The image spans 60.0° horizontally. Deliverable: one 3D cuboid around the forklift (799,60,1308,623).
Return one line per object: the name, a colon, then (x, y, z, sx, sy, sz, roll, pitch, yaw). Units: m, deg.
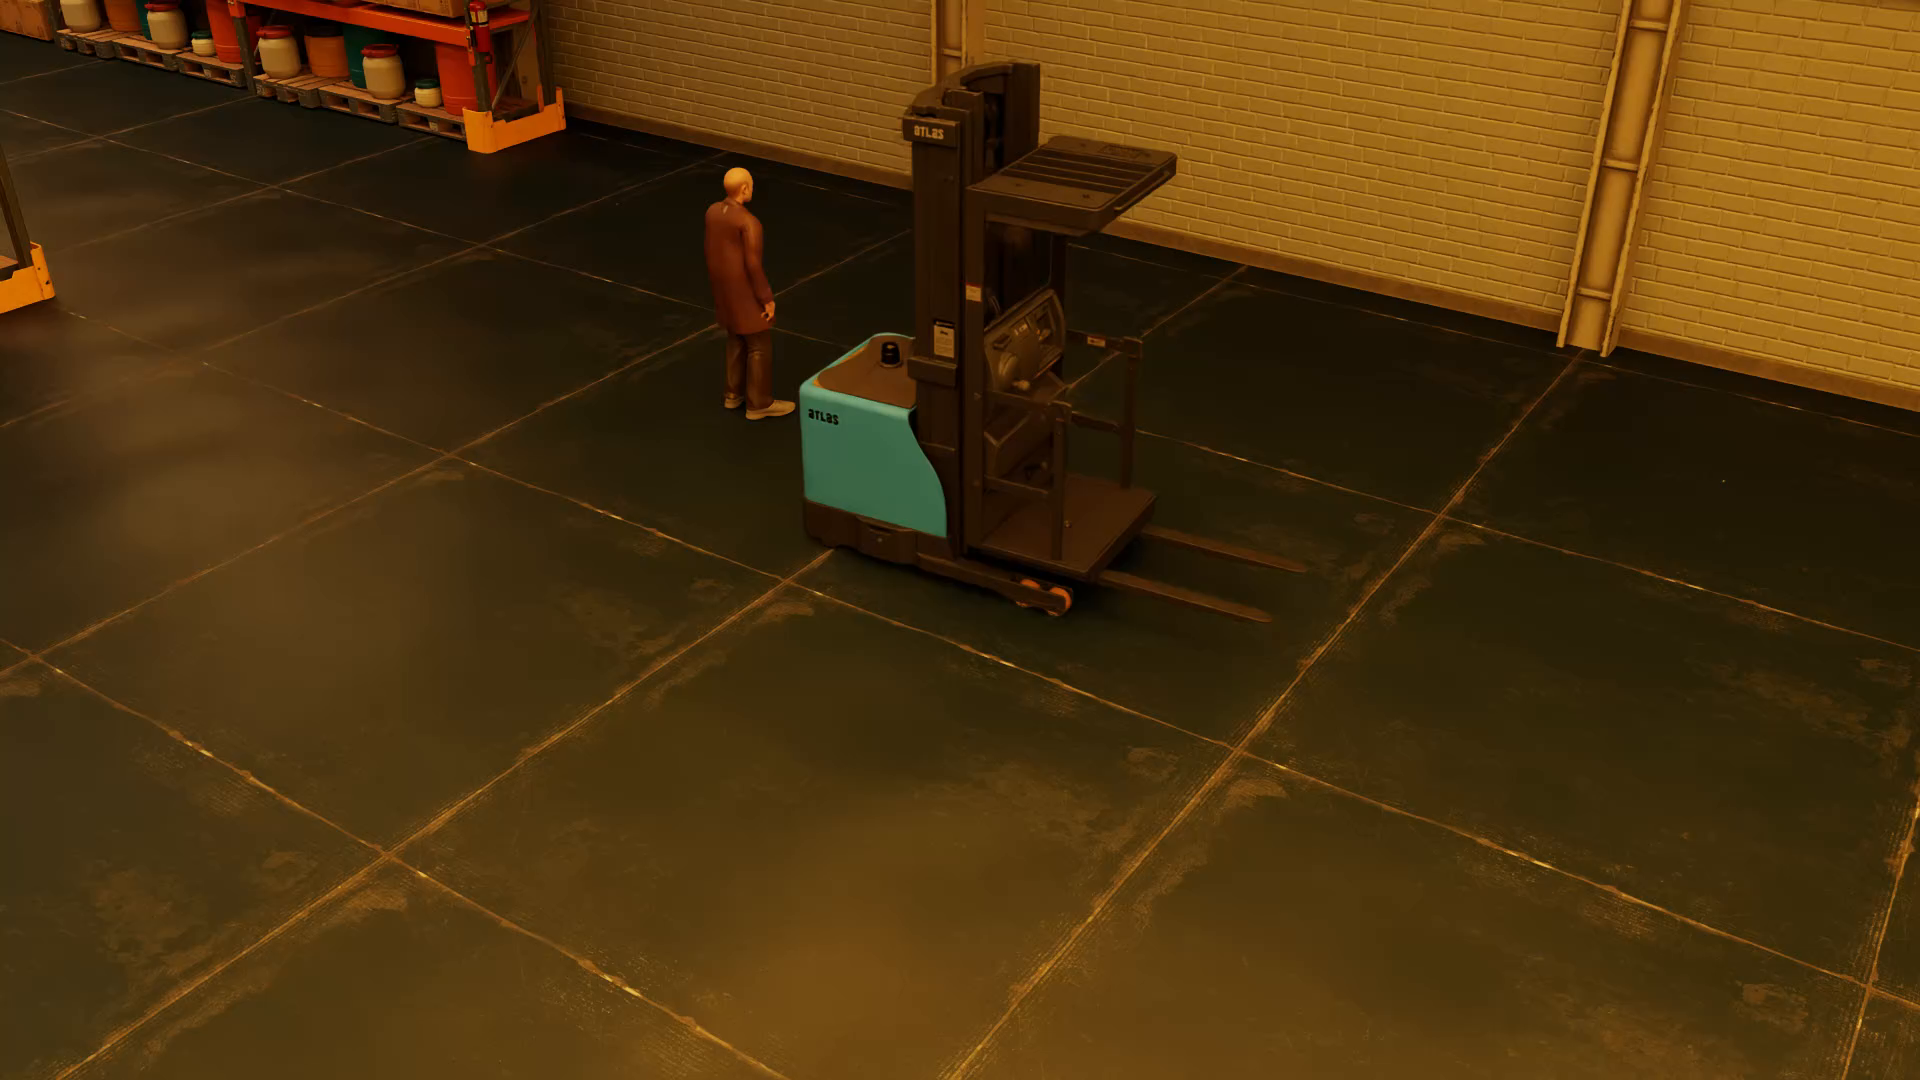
forklift: (0.556, -1.126, 9.521, 3.031, 2.935, 1.130, 15, 33, 24)

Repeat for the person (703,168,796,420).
person: (-1.537, -1.745, 11.739, 0.430, 1.772, 0.647, -25, 38, -36)
